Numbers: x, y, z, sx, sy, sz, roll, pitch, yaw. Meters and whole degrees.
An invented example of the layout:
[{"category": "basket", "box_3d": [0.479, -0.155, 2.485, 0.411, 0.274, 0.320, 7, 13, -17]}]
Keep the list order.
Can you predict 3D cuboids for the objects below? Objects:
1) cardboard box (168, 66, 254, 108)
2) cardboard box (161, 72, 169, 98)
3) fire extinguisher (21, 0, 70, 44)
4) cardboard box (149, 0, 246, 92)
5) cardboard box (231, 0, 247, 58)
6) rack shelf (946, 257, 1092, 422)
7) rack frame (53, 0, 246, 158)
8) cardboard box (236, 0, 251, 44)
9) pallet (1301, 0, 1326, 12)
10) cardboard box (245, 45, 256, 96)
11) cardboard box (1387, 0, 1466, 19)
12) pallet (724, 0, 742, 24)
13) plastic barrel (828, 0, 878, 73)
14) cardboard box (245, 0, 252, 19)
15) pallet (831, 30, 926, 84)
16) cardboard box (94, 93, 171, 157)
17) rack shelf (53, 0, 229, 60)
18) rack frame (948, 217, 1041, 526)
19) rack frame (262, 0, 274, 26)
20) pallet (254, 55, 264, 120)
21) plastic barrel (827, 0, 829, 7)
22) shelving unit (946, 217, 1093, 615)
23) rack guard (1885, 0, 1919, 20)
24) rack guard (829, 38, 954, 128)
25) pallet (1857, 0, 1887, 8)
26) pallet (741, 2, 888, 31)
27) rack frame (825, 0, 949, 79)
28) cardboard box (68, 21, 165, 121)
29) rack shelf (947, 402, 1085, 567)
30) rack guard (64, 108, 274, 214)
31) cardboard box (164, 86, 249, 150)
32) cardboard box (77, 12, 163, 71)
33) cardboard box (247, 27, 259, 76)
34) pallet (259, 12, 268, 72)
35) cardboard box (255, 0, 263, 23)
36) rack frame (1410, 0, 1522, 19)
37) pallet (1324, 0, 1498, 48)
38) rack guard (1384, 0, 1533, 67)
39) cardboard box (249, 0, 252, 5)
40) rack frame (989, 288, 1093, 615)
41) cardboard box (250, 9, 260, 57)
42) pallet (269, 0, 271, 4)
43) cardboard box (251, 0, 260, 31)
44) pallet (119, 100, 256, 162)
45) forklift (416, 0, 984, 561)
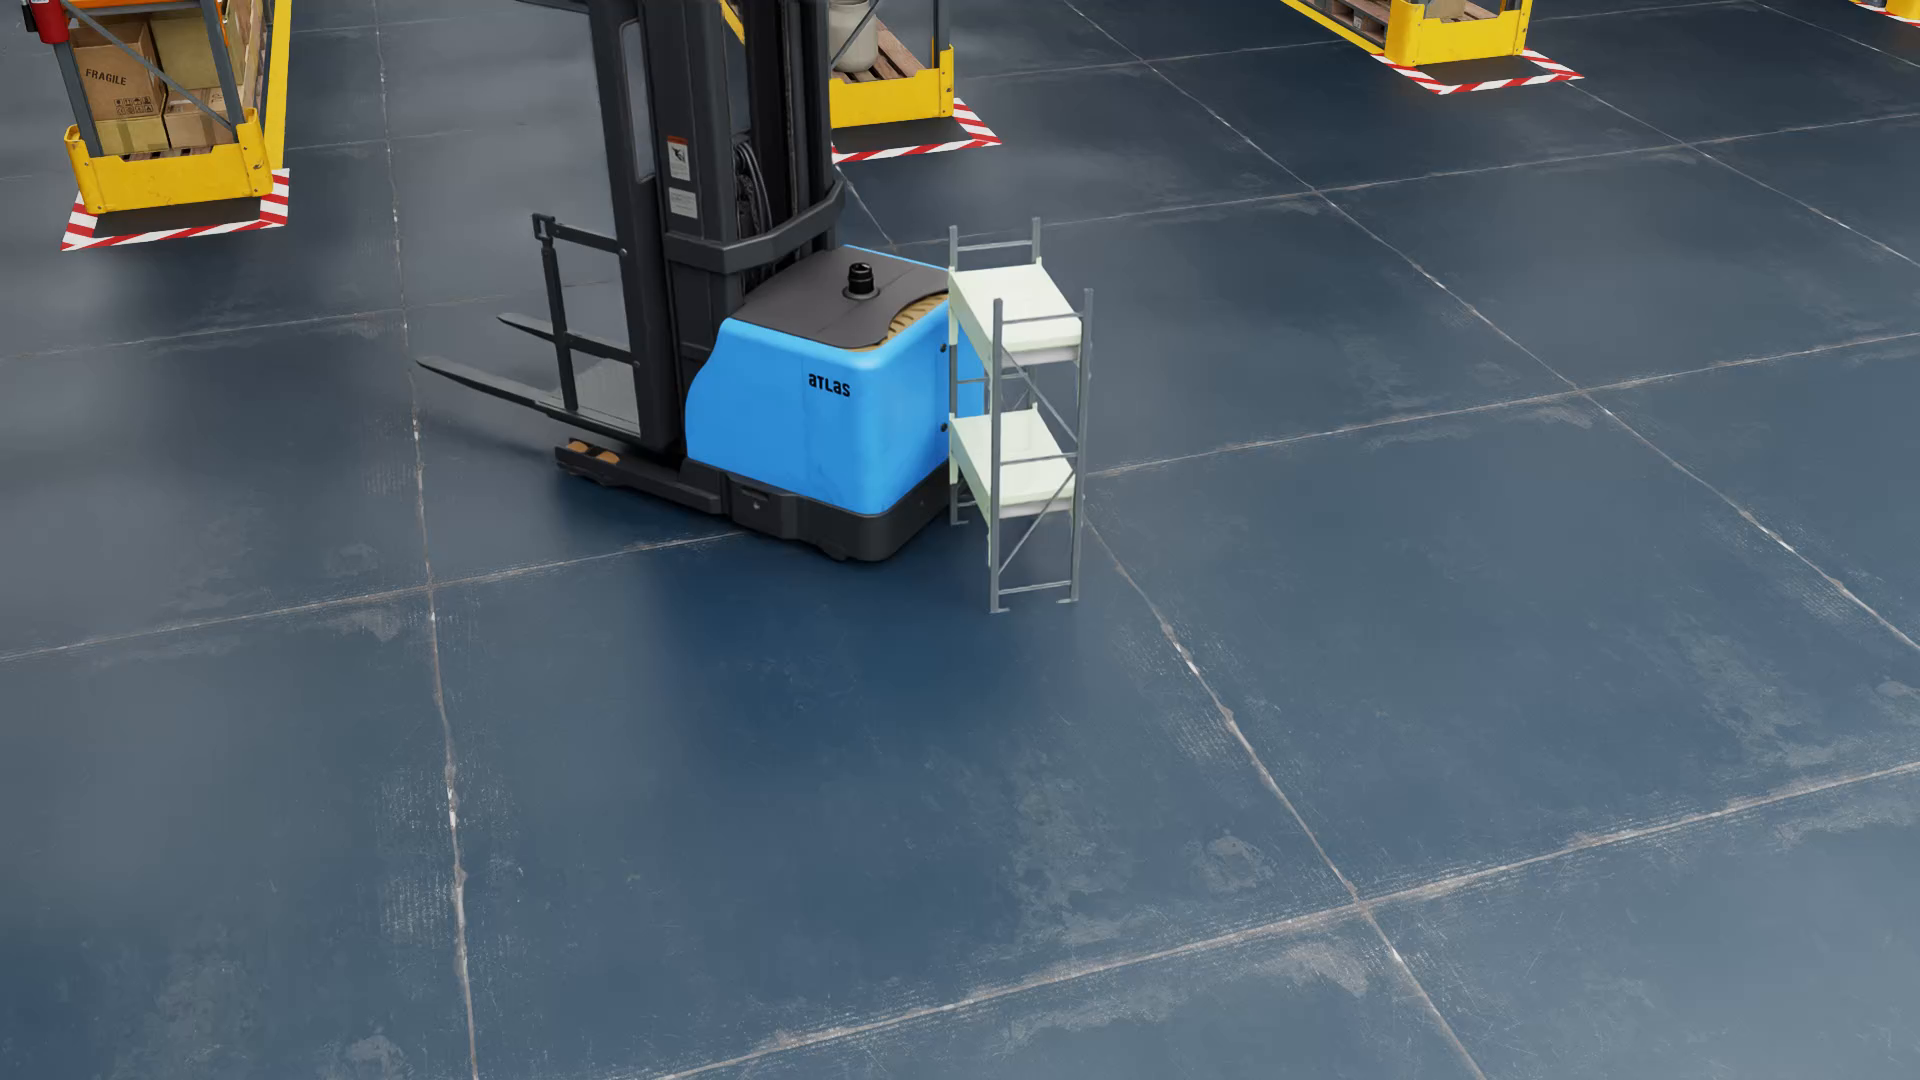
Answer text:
[{"category": "cardboard box", "box_3d": [-5.398, -3.212, 12.004, 0.500, 0.250, 0.500, -10, 35, -15]}, {"category": "cardboard box", "box_3d": [-5.900, -3.124, 11.870, 0.500, 0.250, 0.500, -10, 35, -15]}, {"category": "fire extinguisher", "box_3d": [-5.697, -3.431, 10.291, 0.296, 0.674, 0.183, -10, 35, -15]}, {"category": "cardboard box", "box_3d": [-5.397, -3.525, 11.797, 0.500, 0.500, 0.500, -10, 35, -15]}, {"category": "cardboard box", "box_3d": [-5.562, -3.786, 12.191, 0.500, 0.500, 0.500, -10, 35, -15]}, {"category": "rack shelf", "box_3d": [0.236, -0.854, 6.974, 0.431, 0.370, 0.720, -8, 34, -12]}, {"category": "rack frame", "box_3d": [-5.291, -3.603, 10.482, 1.000, 3.000, 0.127, -10, 35, -15]}, {"category": "cardboard box", "box_3d": [-5.697, -4.051, 12.593, 0.500, 0.500, 0.500, -10, 35, -15]}, {"category": "pallet", "box_3d": [3.539, -5.216, 15.452, 1.003, 0.211, 1.213, -10, 35, -15]}, {"category": "cardboard box", "box_3d": [-5.551, -3.475, 12.401, 0.500, 0.250, 0.500, -10, 35, -15]}, {"category": "cardboard box", "box_3d": [3.970, -4.730, 14.074, 0.500, 0.500, 0.500, -4, 34, -6]}, {"category": "pallet", "box_3d": [-1.627, -5.011, 15.143, 1.003, 0.211, 1.213, -10, 35, -15]}, {"category": "plastic barrel", "box_3d": [-0.846, -3.904, 12.813, 0.421, 0.512, 0.421, 0, 33, 0]}, {"category": "cardboard box", "box_3d": [-5.864, -4.311, 12.987, 0.500, 0.500, 0.500, -10, 35, -15]}, {"category": "pallet", "box_3d": [-0.883, -3.730, 13.204, 1.003, 0.211, 1.213, -10, 35, -15]}, {"category": "cardboard box", "box_3d": [-5.736, -2.863, 11.475, 0.500, 0.250, 0.500, -10, 35, -15]}, {"category": "rack shelf", "box_3d": [-5.901, -4.353, 12.270, 1.077, 0.370, 4.000, -10, 35, -15]}, {"category": "rack frame", "box_3d": [0.148, -0.724, 7.485, 0.400, 1.500, 0.023, -8, 34, -12]}, {"category": "rack frame", "box_3d": [-6.511, -5.703, 13.660, 1.000, 3.000, 0.127, -10, 35, -15]}, {"category": "pallet", "box_3d": [-5.932, -3.474, 12.816, 1.003, 0.211, 1.213, -10, 35, -15]}, {"category": "plastic barrel", "box_3d": [-0.999, -4.167, 13.212, 0.421, 0.512, 0.421, 0, 33, 0]}, {"category": "shelving unit", "box_3d": [0.236, -0.528, 7.189, 0.431, 1.500, 0.755, -8, 34, -12]}, {"category": "rack guard", "box_3d": [8.906, -4.993, 14.852, 1.175, 0.500, 0.348, -10, 35, -15]}, {"category": "rack guard", "box_3d": [-0.640, -3.423, 12.477, 1.175, 0.500, 0.348, -10, 35, -15]}, {"category": "pallet", "box_3d": [8.581, -5.292, 15.567, 1.003, 0.211, 1.213, -10, 35, -15]}, {"category": "pallet", "box_3d": [-1.251, -4.370, 14.172, 1.003, 0.211, 1.213, -10, 35, -15]}, {"category": "rack frame", "box_3d": [-0.572, -4.434, 11.740, 1.000, 3.000, 0.127, -10, 35, -15]}, {"category": "cardboard box", "box_3d": [-5.738, -3.176, 11.268, 0.500, 0.500, 0.500, -10, 35, -15]}, {"category": "rack shelf", "box_3d": [0.236, -0.256, 7.368, 0.431, 0.370, 0.720, -8, 34, -12]}, {"category": "rack guard", "box_3d": [-5.283, -2.548, 11.152, 1.175, 0.500, 0.348, -10, 35, -15]}, {"category": "cardboard box", "box_3d": [-5.242, -2.950, 11.607, 0.500, 0.250, 0.500, -10, 35, -15]}, {"category": "cardboard box", "box_3d": [-6.057, -3.698, 12.059, 0.500, 0.500, 0.500, -10, 35, -15]}, {"category": "cardboard box", "box_3d": [-5.698, -3.738, 12.799, 0.500, 0.250, 0.500, -10, 35, -15]}, {"category": "pallet", "box_3d": [-6.308, -4.116, 13.787, 1.003, 0.211, 1.213, -10, 35, -15]}, {"category": "cardboard box", "box_3d": [-6.161, -4.525, 13.990, 0.500, 0.250, 0.500, -10, 35, -15]}, {"category": "rack frame", "box_3d": [4.145, -5.267, 13.000, 1.000, 3.000, 0.127, -10, 35, -15]}, {"category": "pallet", "box_3d": [3.907, -4.576, 14.484, 1.003, 0.211, 1.213, -10, 35, -15]}, {"category": "rack guard", "box_3d": [4.121, -4.264, 13.750, 1.175, 0.500, 0.348, -10, 35, -15]}, {"category": "cardboard box", "box_3d": [-6.020, -4.573, 13.383, 0.500, 0.500, 0.500, -10, 35, -15]}, {"category": "rack frame", "box_3d": [0.324, -0.332, 6.892, 0.400, 1.500, 0.023, -8, 34, -12]}, {"category": "cardboard box", "box_3d": [-5.852, -4.001, 13.197, 0.500, 0.250, 0.500, -10, 35, -15]}, {"category": "pallet", "box_3d": [-6.773, -4.920, 15.005, 1.003, 0.211, 1.213, -10, 35, -15]}, {"category": "cardboard box", "box_3d": [-6.018, -4.261, 13.590, 0.500, 0.250, 0.500, -10, 35, -15]}, {"category": "pallet", "box_3d": [-5.564, -2.834, 11.848, 1.003, 0.211, 1.213, -10, 35, -15]}, {"category": "forklift", "box_3d": [-1.401, -1.718, 7.691, 3.031, 2.935, 1.130, 18, 37, 25]}]
